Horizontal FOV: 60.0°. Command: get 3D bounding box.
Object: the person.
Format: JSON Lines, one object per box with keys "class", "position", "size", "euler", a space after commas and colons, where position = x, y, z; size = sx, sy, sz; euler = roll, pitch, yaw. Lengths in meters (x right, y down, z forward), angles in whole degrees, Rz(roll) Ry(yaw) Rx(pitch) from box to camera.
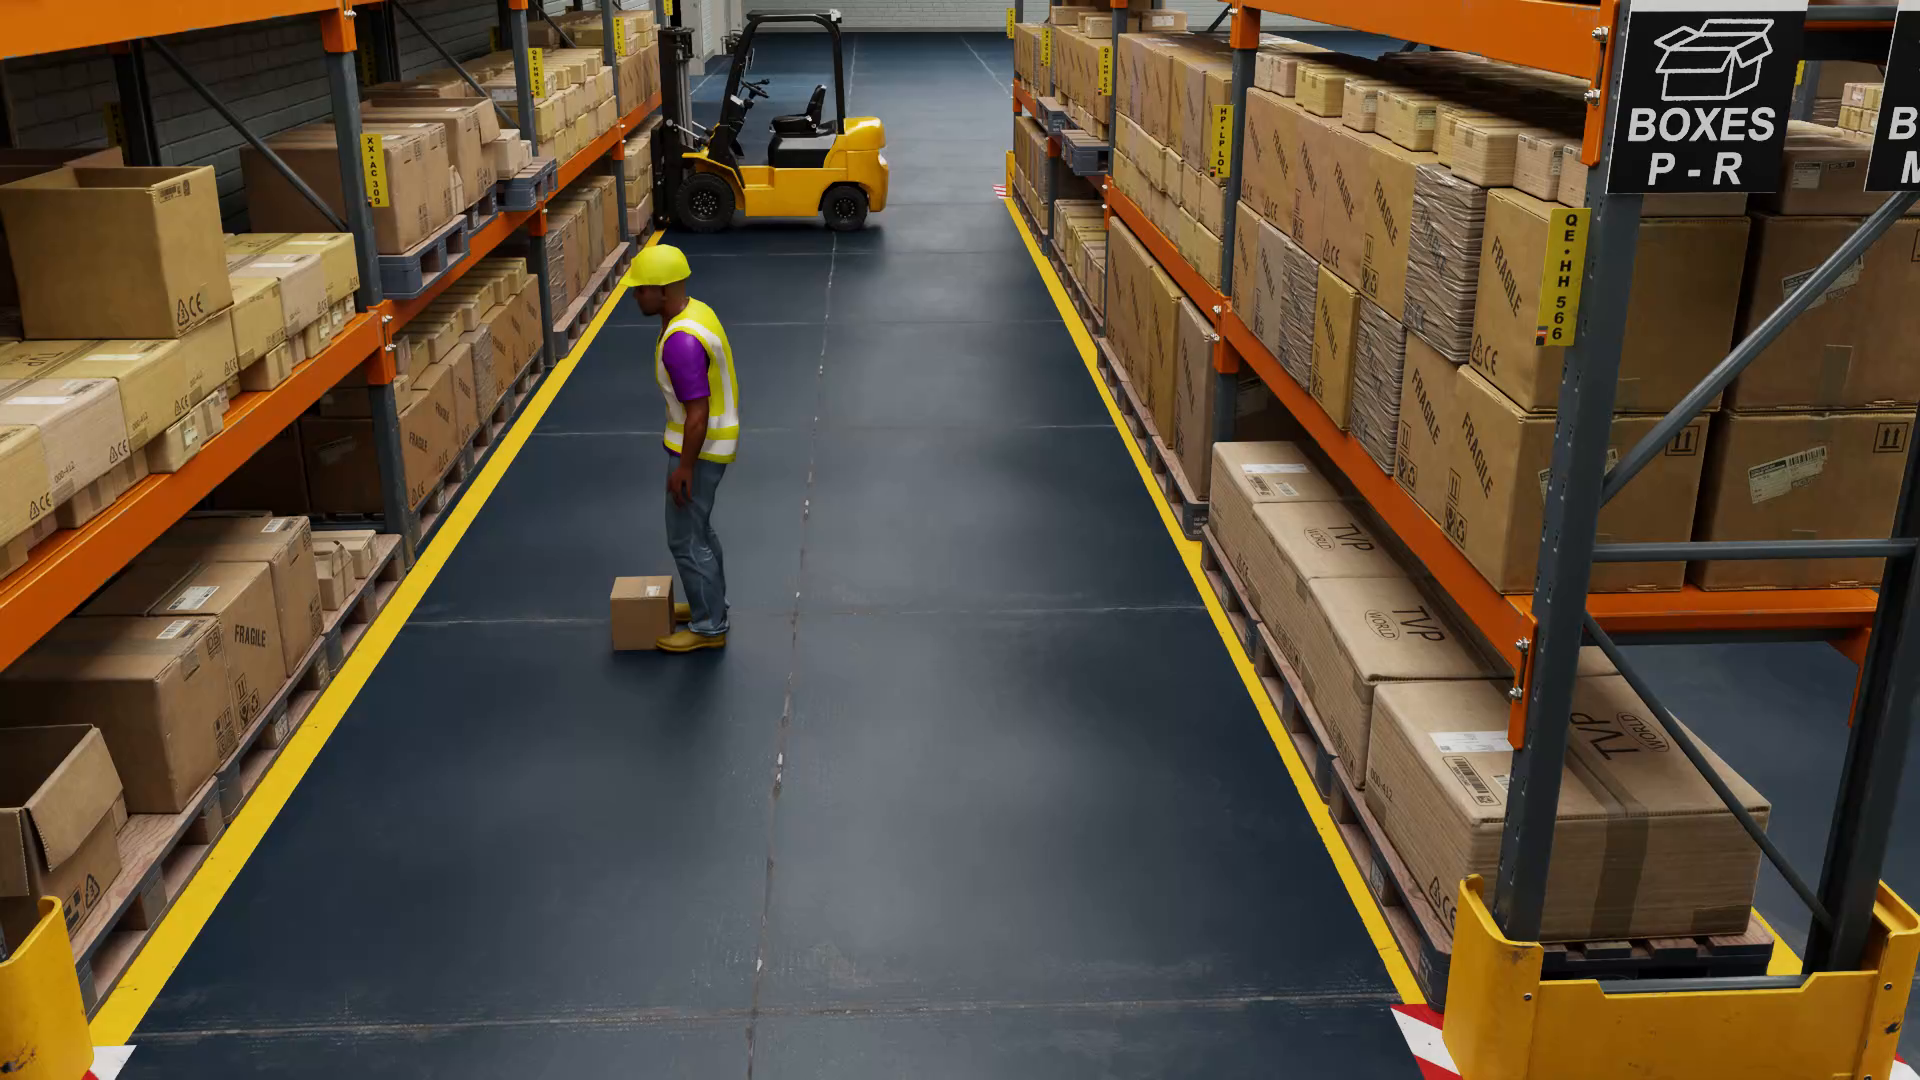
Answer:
{"class": "person", "position": [-1.168, -0.390, 7.107], "size": [0.461, 1.759, 0.631], "euler": [-2, 20, -6]}
